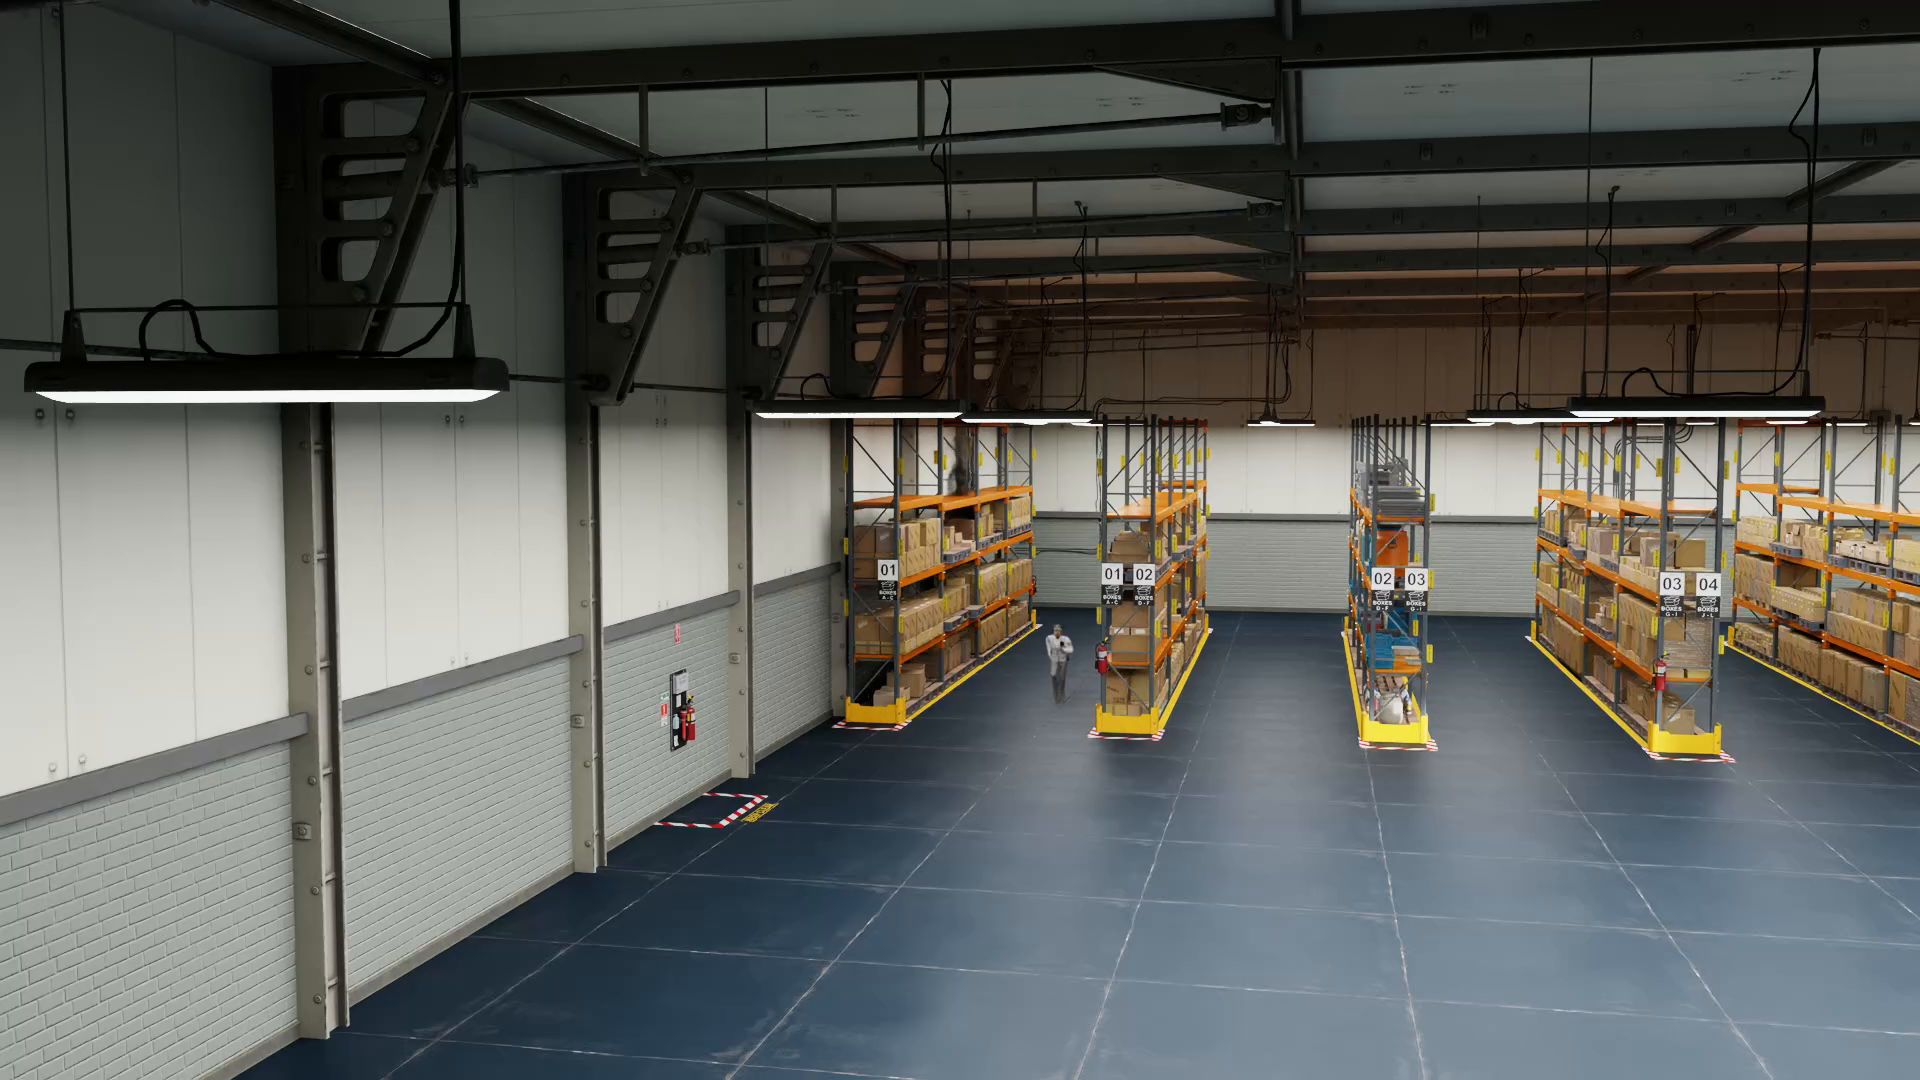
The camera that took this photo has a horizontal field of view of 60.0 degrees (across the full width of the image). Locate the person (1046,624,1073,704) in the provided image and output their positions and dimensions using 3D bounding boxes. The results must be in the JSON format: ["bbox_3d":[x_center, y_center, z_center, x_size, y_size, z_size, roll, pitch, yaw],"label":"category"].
[{"bbox_3d":[2.090,2.576,34.934,0.605,1.679,0.907,1,4,9],"label":"person"}]

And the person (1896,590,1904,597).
[{"bbox_3d":[24.969,1.959,44.180,1.005,1.648,0.623,1,4,8],"label":"person"}]
